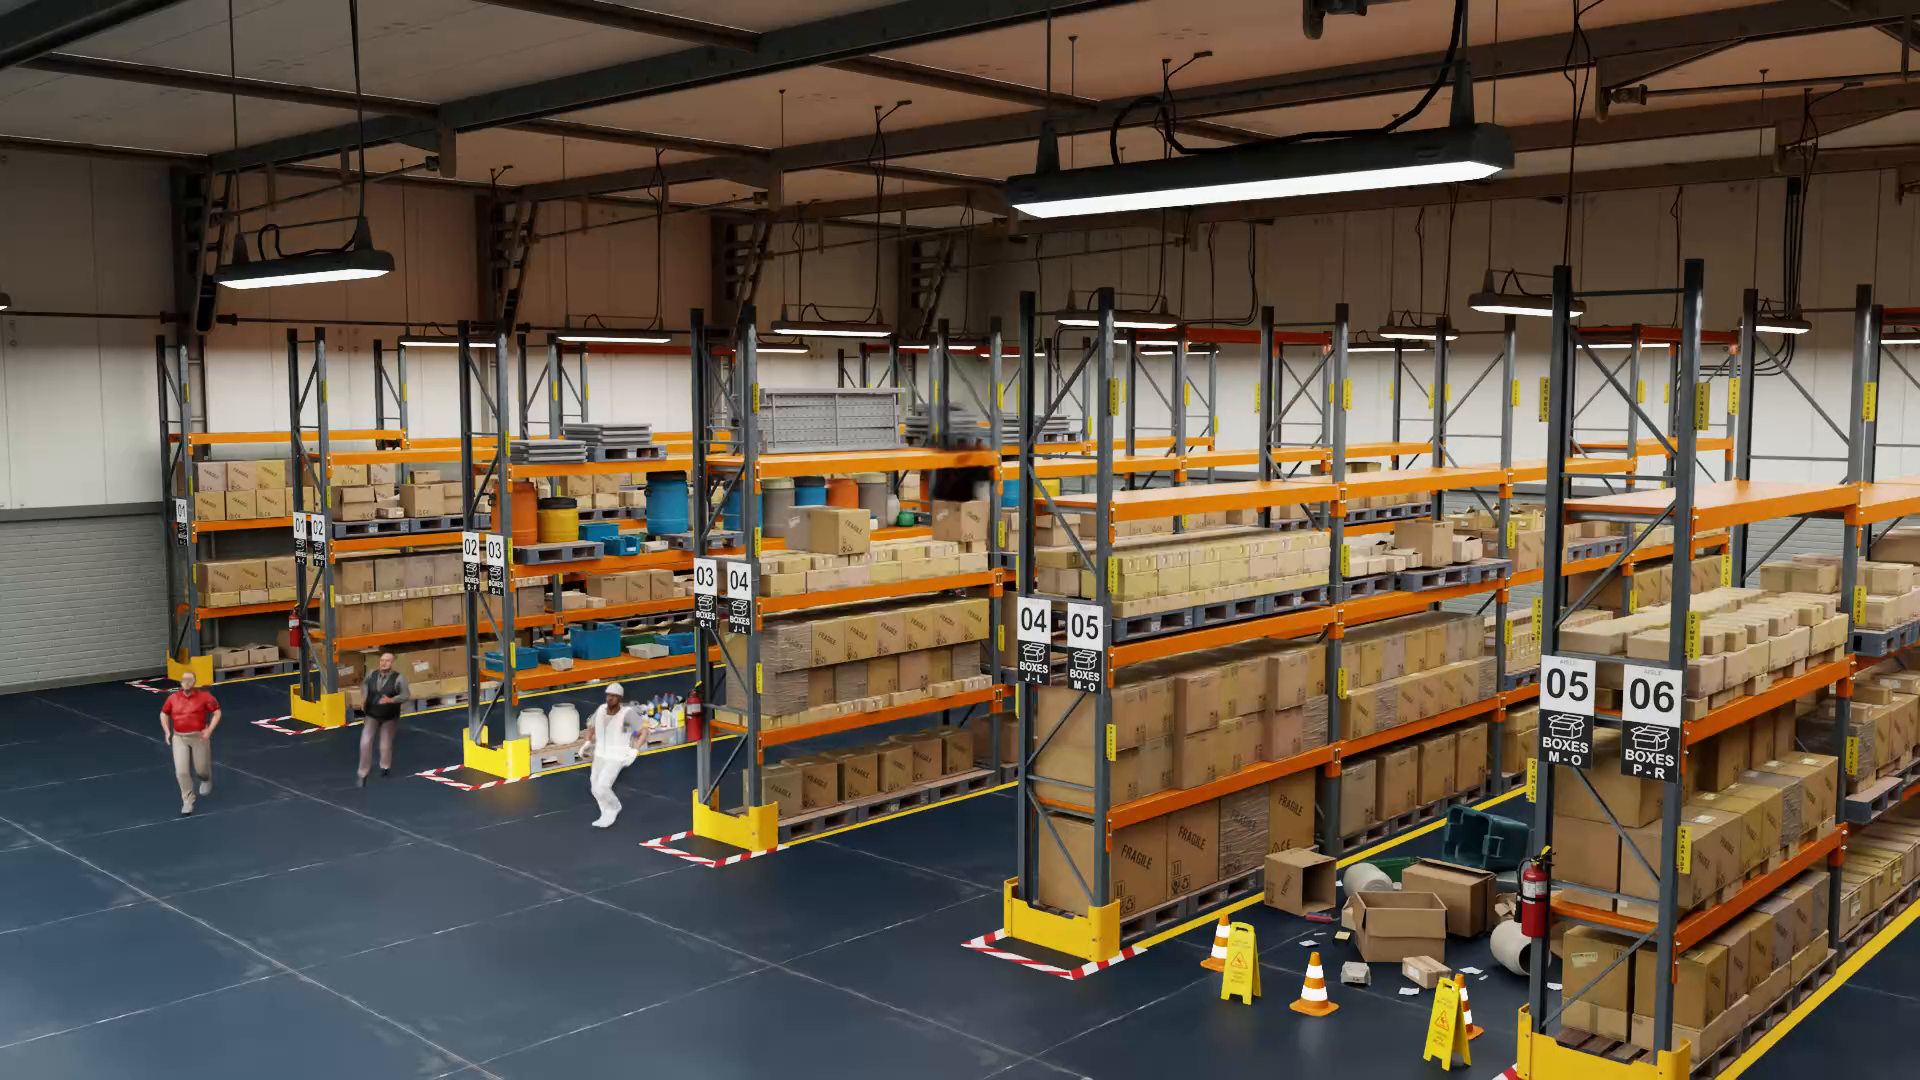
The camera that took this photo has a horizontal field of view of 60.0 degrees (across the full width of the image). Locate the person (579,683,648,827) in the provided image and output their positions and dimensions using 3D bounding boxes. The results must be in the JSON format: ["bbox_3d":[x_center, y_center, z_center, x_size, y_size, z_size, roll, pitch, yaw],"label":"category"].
[{"bbox_3d":[-4.042,2.506,19.171,0.745,1.714,0.552,3,6,29],"label":"person"}]

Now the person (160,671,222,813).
[{"bbox_3d":[-9.338,2.422,20.194,0.699,1.681,0.747,-2,6,-16],"label":"person"}]

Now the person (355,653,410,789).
[{"bbox_3d":[-7.437,2.322,21.506,0.688,1.764,0.727,0,5,-4],"label":"person"}]
